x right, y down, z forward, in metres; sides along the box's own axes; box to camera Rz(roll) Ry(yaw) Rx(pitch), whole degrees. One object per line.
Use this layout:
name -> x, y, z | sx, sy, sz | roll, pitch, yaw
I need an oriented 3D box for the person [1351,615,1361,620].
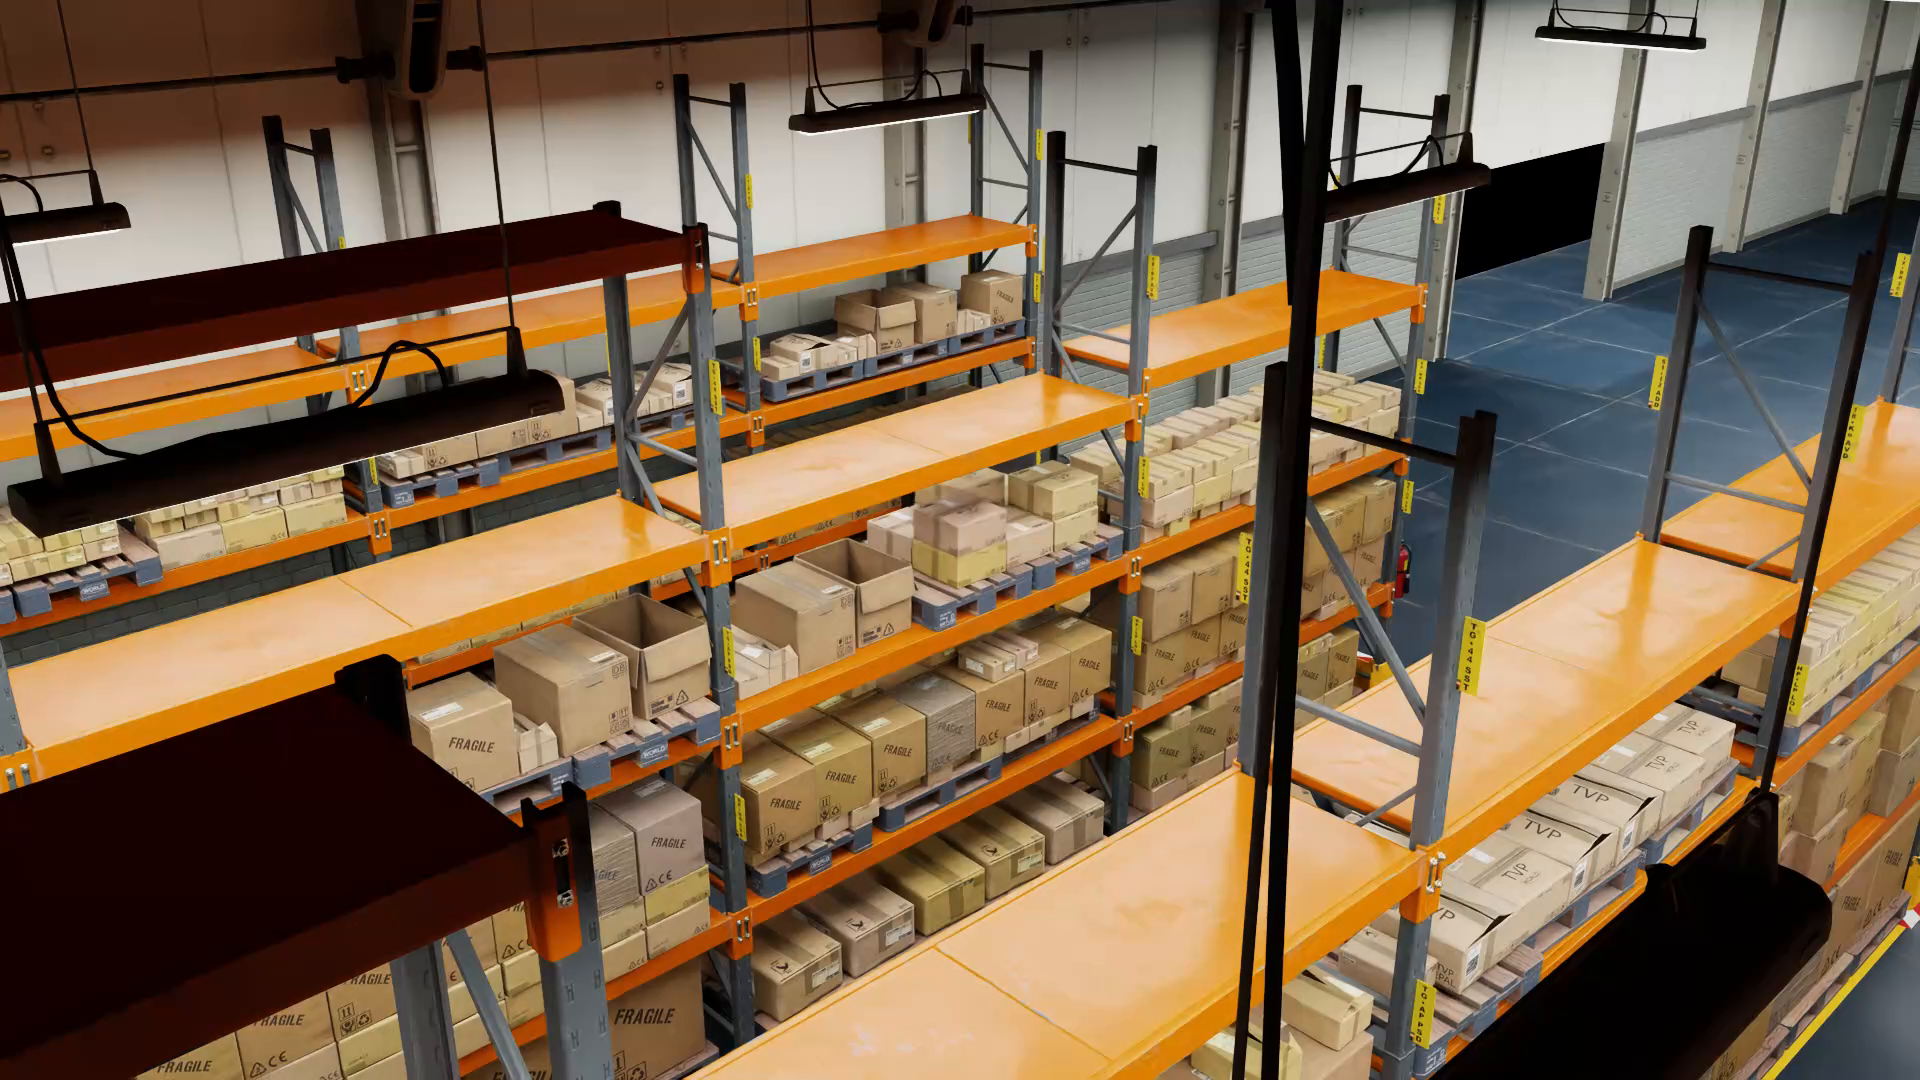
person -> 4.016, 0.067, 18.408 | 0.554, 1.766, 0.880 | -18, 29, -37
